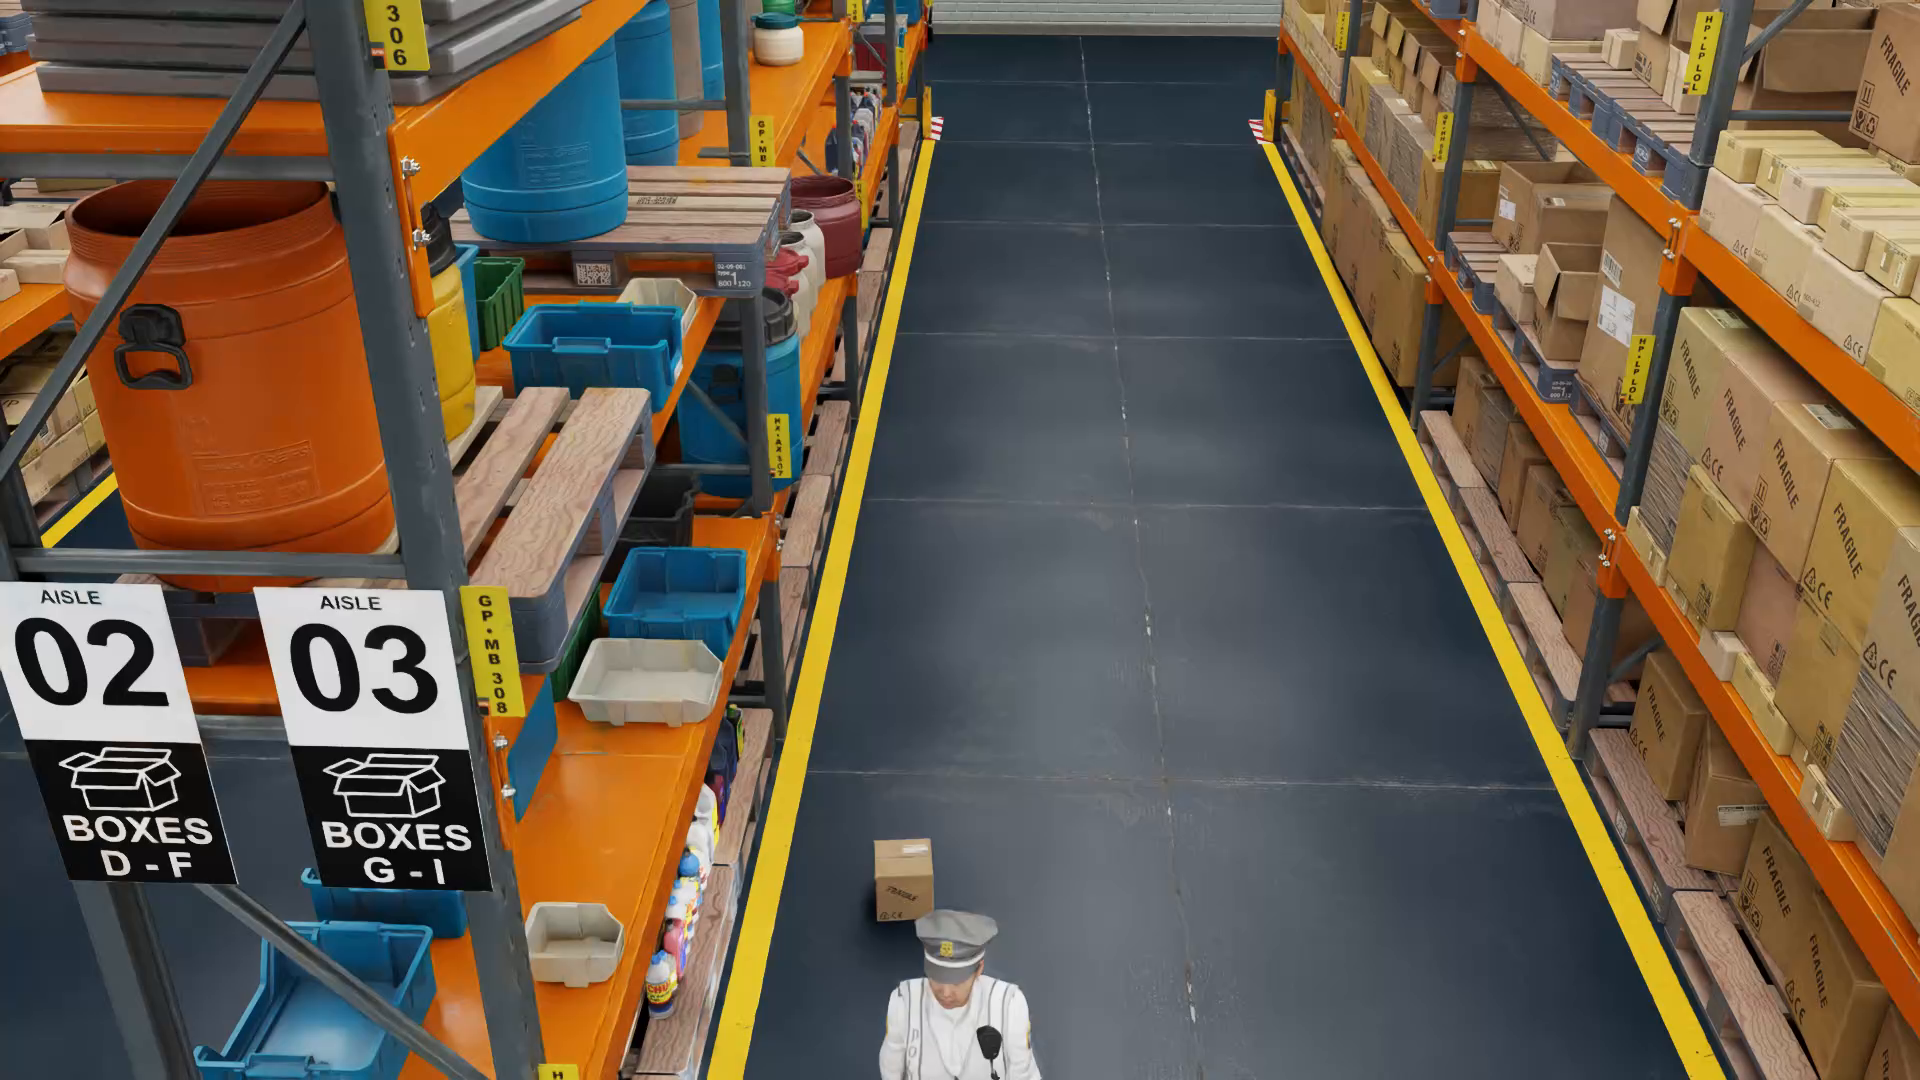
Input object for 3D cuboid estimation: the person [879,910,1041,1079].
[{"bbox_3d":[0.001,1.801,5.205,0.506,1.645,0.801,0,28,0],"label":"person"}]
